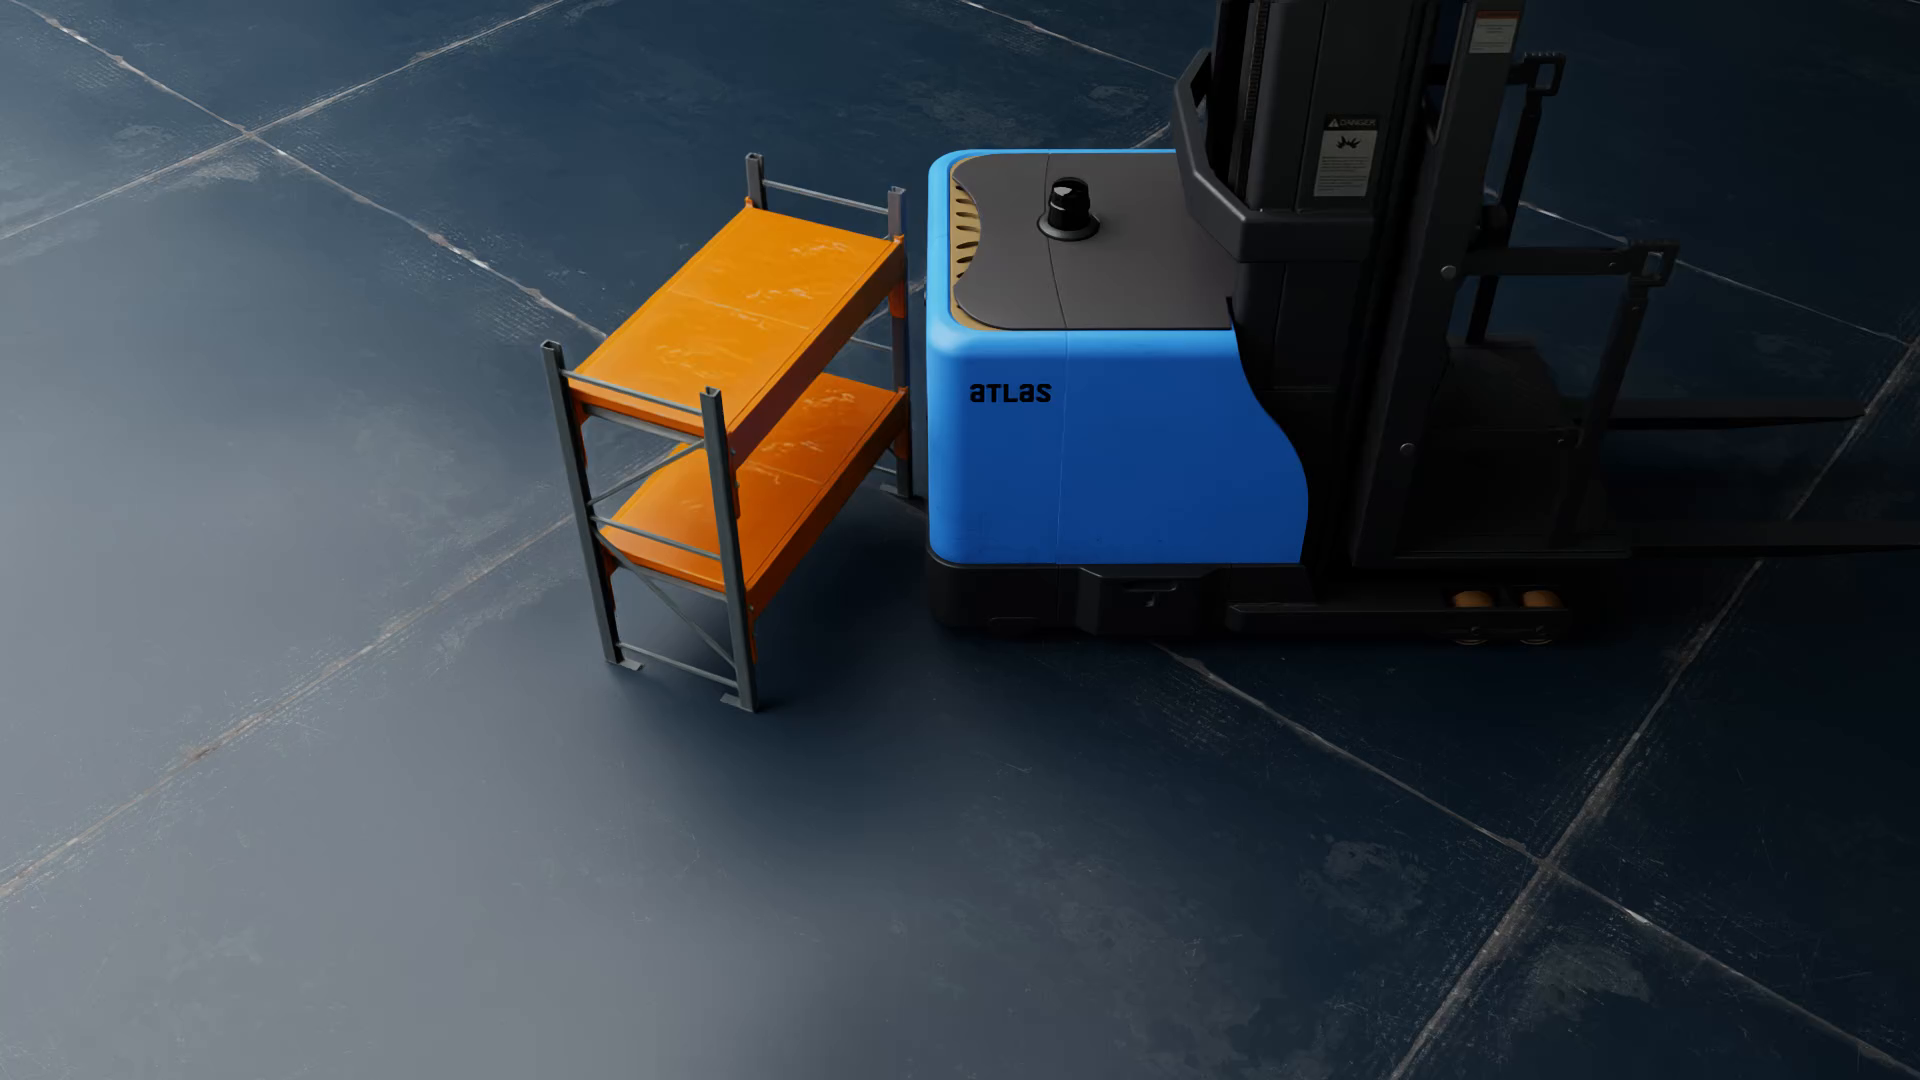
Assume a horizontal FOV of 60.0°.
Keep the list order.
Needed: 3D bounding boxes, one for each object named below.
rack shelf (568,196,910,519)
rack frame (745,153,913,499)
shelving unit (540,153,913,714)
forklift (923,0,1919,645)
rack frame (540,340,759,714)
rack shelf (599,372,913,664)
[{"bbox_3d":[-0.595,-0.531,4.563,0.538,0.278,1.000,17,45,18],"label":"rack shelf"},{"bbox_3d":[-0.386,-0.626,5.103,0.500,1.125,0.032,17,45,18],"label":"rack frame"},{"bbox_3d":[-0.595,-0.315,4.760,0.538,1.125,1.048,17,45,18],"label":"shelving unit"},{"bbox_3d":[1.413,-1.134,4.319,3.031,2.935,1.130,0,42,0],"label":"forklift"},{"bbox_3d":[-0.805,-0.003,4.417,0.500,1.125,0.032,17,45,18],"label":"rack frame"},{"bbox_3d":[-0.595,-0.134,4.925,0.538,0.278,1.000,17,45,18],"label":"rack shelf"}]
